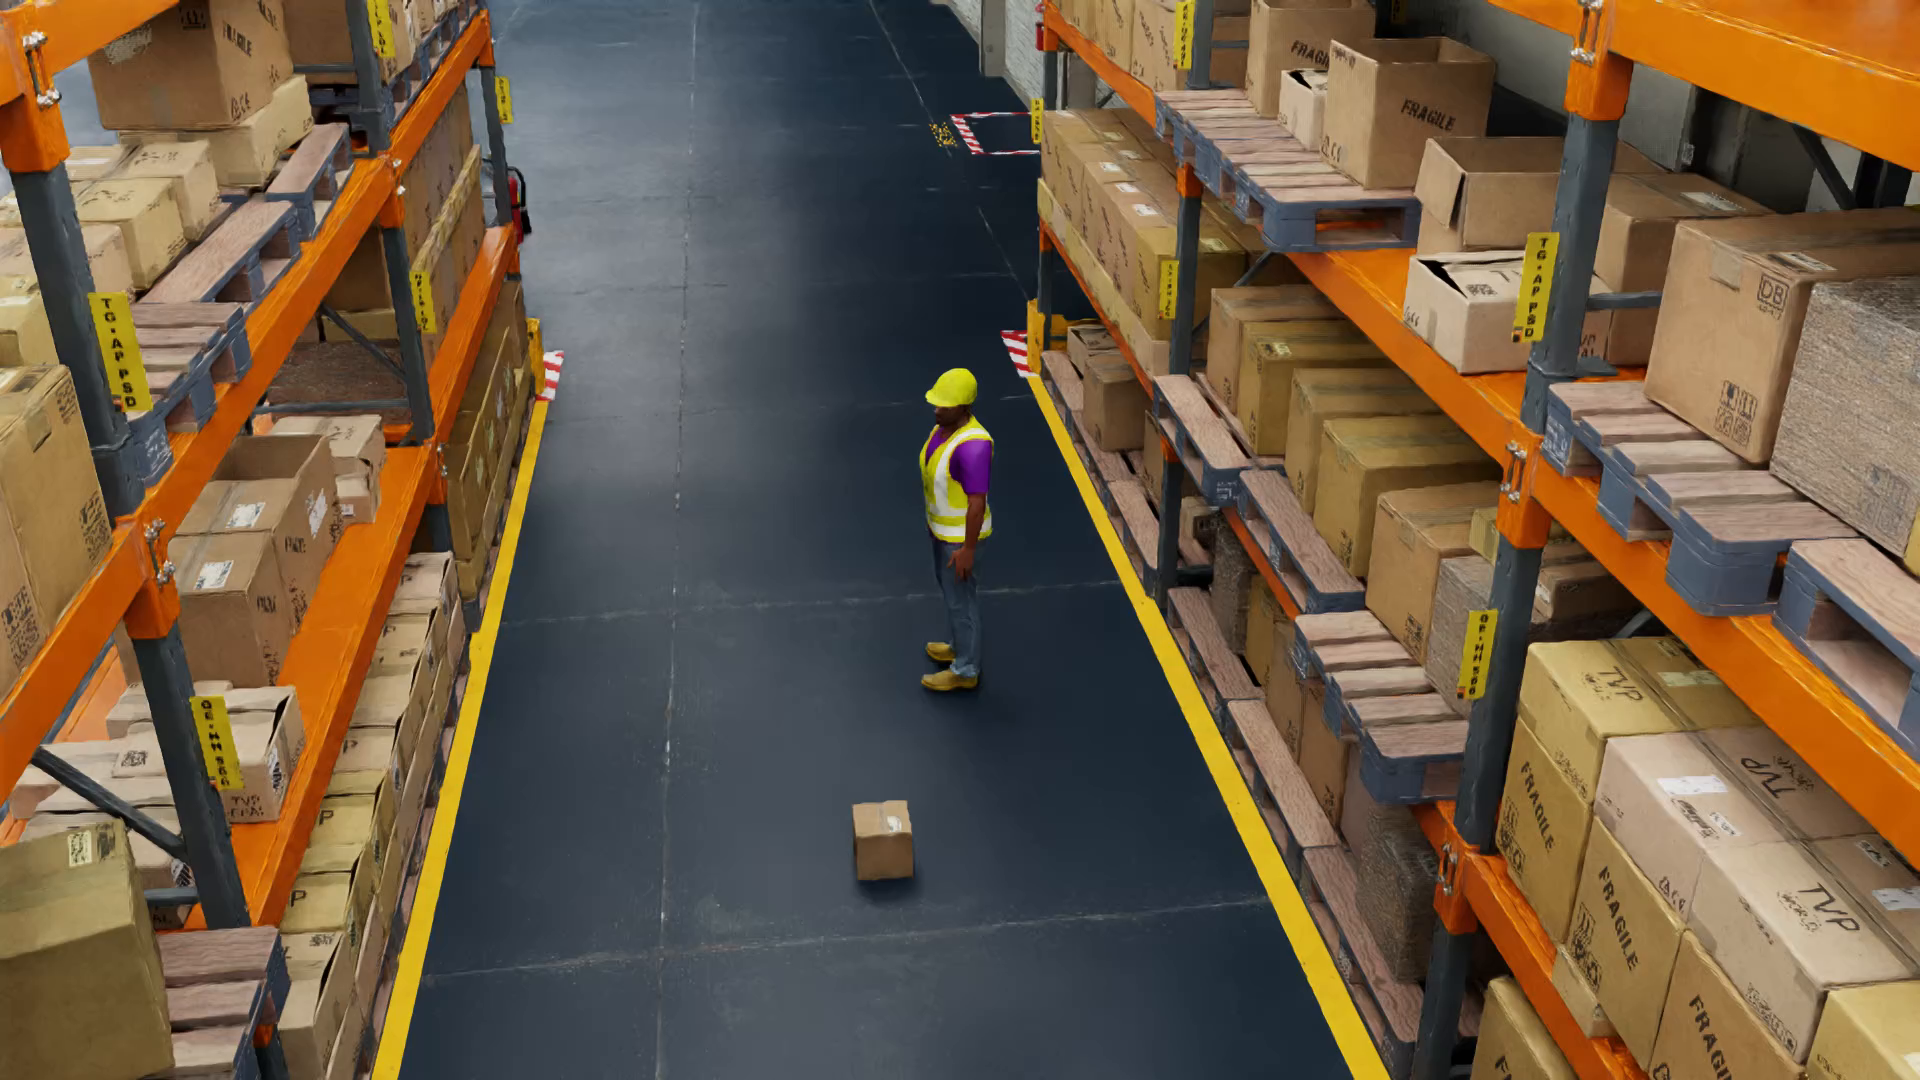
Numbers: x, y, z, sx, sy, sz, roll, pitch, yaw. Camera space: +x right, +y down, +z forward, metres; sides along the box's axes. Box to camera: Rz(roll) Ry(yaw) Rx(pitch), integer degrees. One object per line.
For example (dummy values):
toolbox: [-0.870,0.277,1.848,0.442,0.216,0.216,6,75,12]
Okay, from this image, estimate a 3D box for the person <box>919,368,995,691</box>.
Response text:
person: [-0.043,-0.051,8.637,0.386,1.767,0.646,-7,28,-13]
